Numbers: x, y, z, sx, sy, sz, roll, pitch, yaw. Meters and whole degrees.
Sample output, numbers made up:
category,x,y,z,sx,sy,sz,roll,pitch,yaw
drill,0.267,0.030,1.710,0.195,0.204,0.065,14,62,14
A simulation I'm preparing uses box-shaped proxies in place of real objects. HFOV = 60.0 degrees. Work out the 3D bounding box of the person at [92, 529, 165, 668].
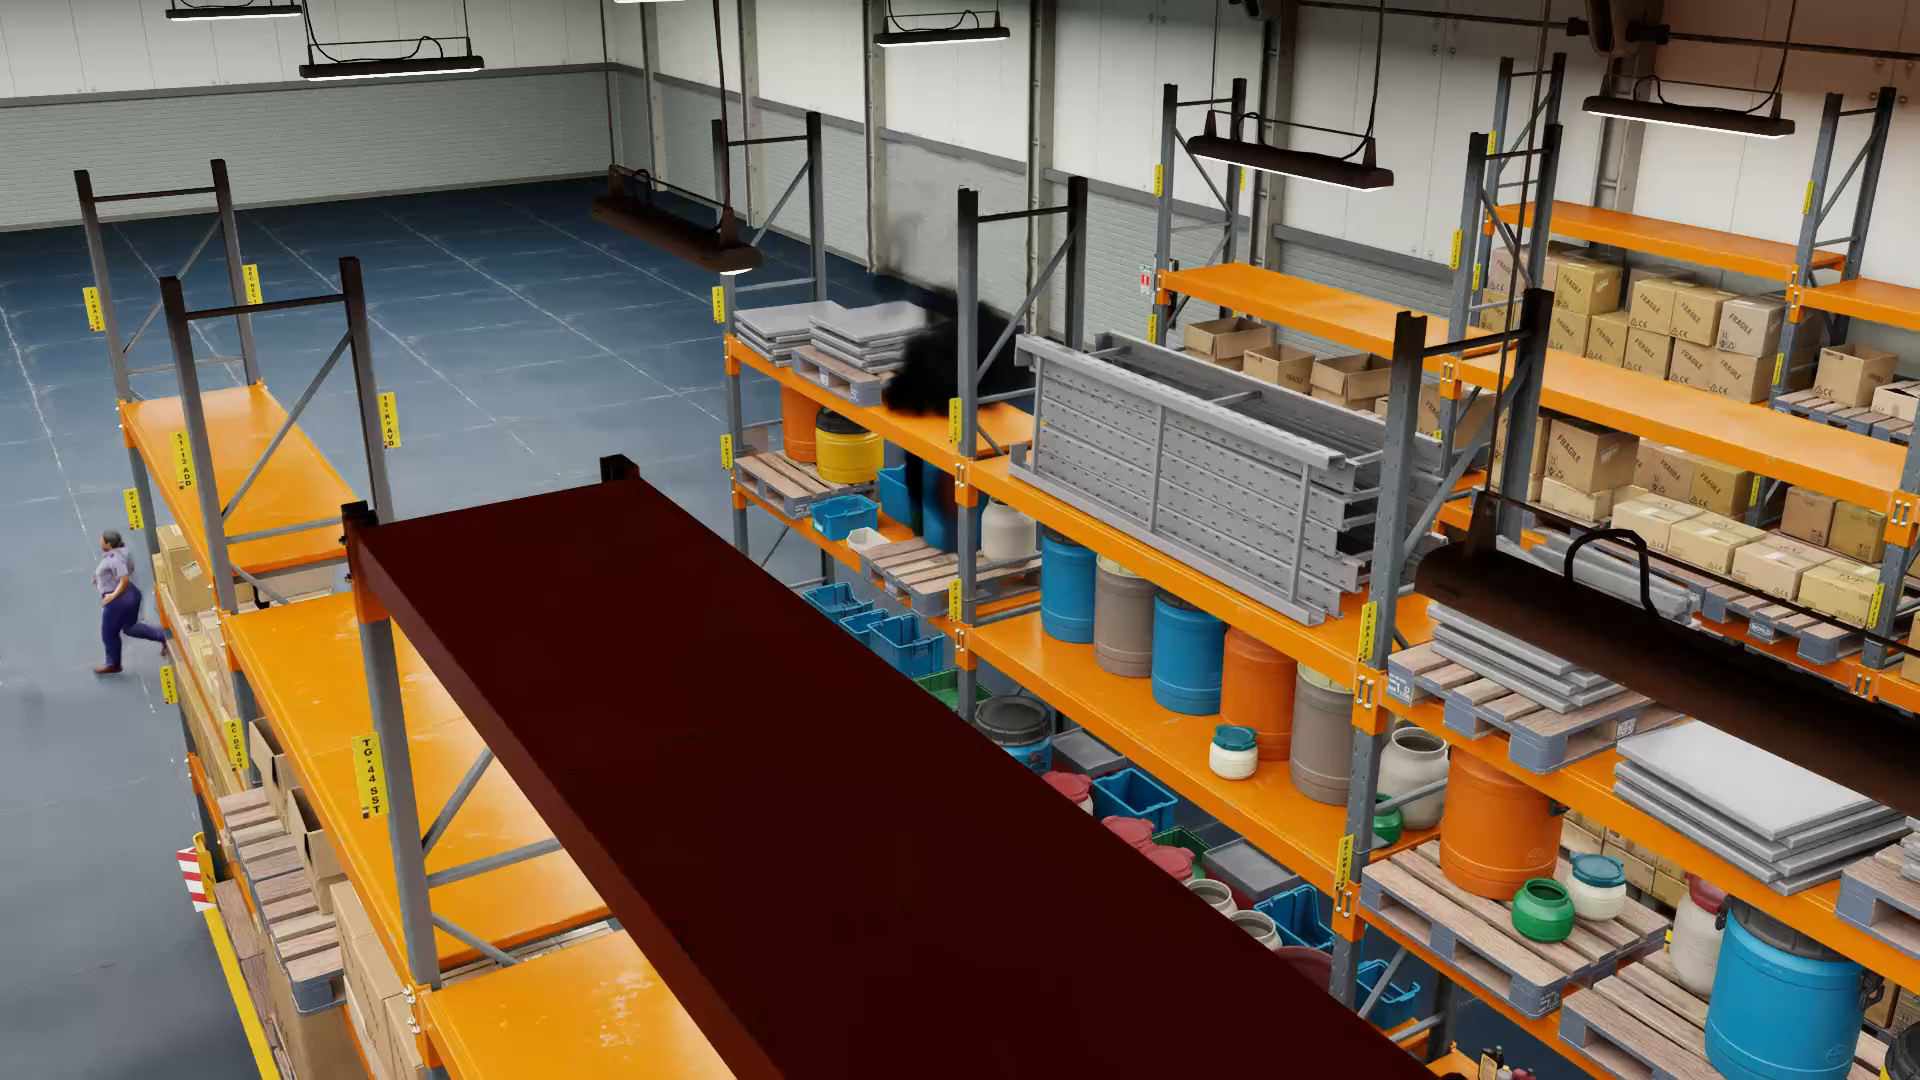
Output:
category,x,y,z,sx,sy,sz,roll,pitch,yaw
person,-8.816,0.623,17.572,0.716,1.550,0.609,-3,22,-7
